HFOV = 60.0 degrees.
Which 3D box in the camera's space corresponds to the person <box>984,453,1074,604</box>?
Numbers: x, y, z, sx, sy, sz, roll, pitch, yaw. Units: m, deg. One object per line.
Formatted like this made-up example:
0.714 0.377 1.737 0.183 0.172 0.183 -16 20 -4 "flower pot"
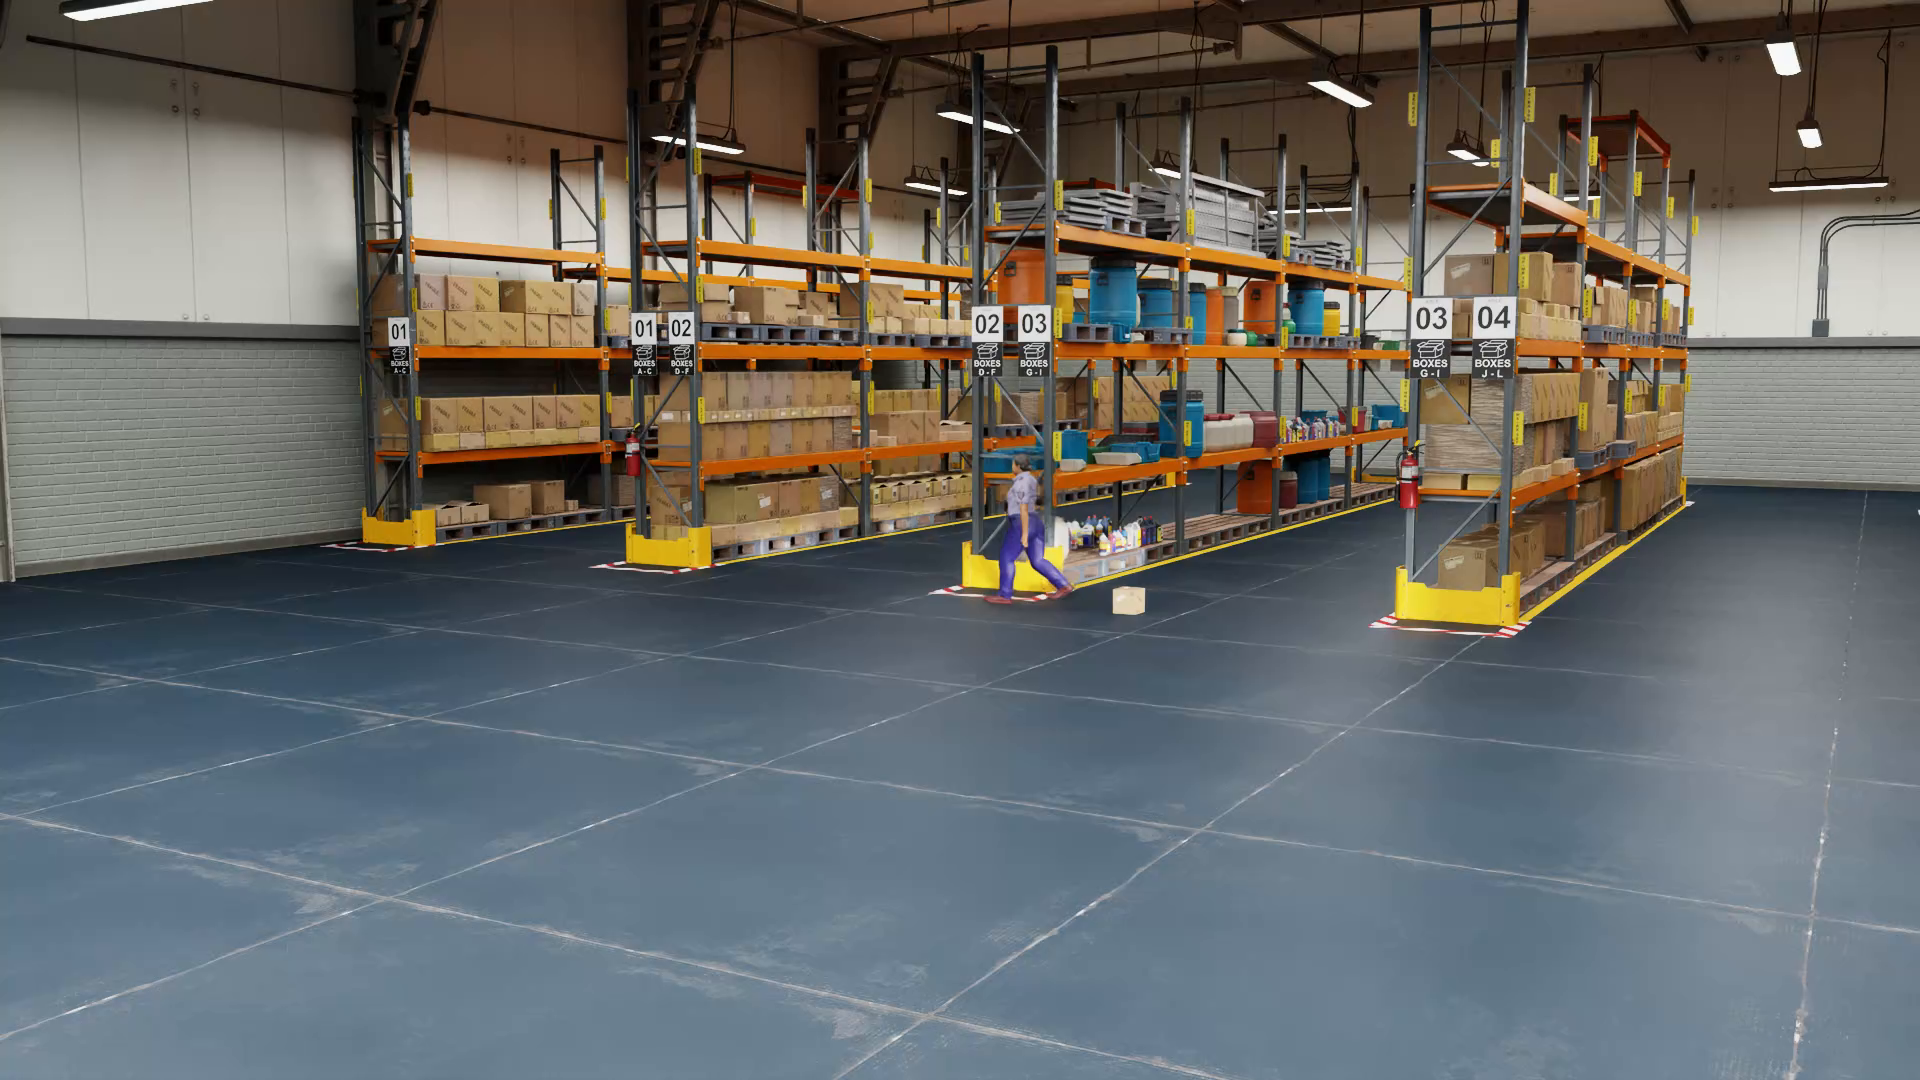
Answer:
0.738 -0.111 17.554 0.957 1.589 0.489 3 7 26 "person"
